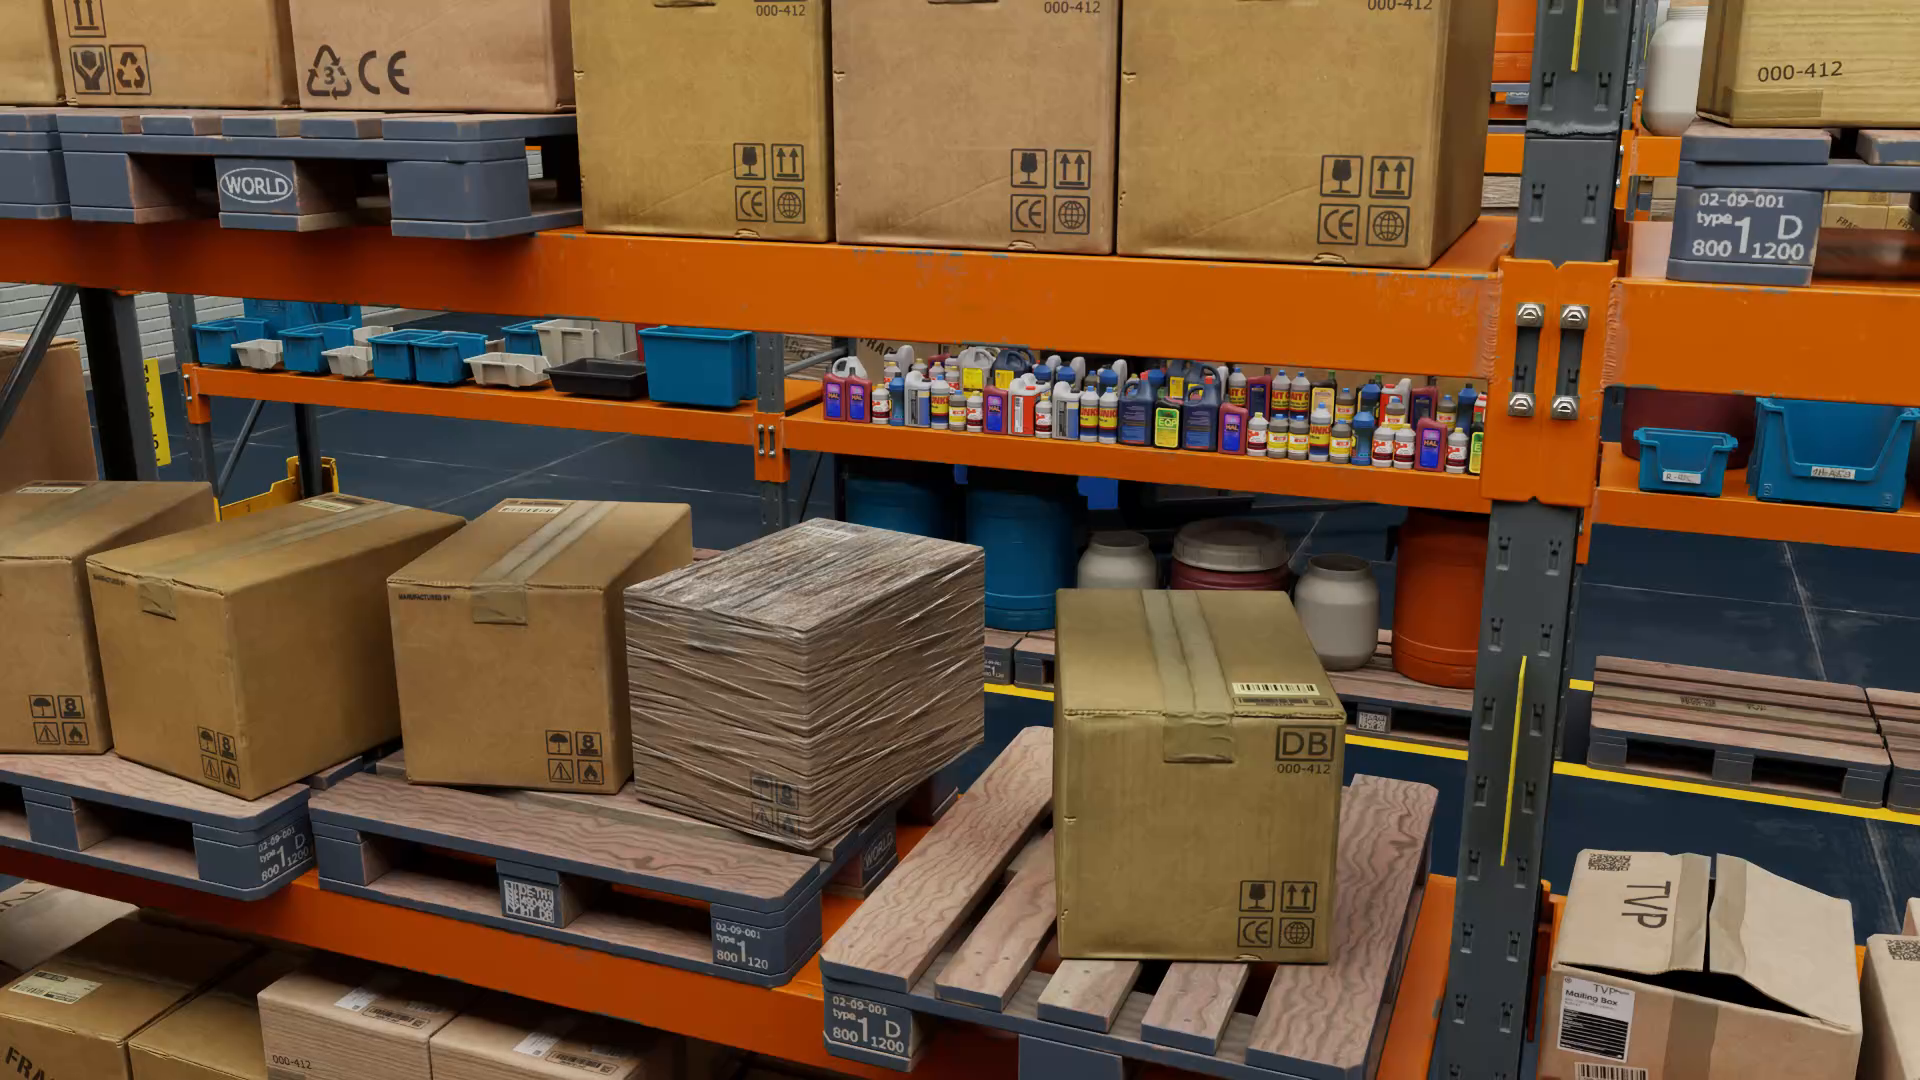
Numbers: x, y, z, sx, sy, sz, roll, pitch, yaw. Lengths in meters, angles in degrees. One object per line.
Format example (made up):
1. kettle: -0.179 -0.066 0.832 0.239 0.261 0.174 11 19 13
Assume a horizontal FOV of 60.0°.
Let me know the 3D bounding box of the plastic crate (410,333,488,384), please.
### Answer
1. plastic crate: -2.937 -1.047 9.593 0.300 0.233 0.416 6 17 21

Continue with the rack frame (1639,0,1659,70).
1. rack frame: 6.624 -5.998 15.693 0.127 3.000 1.000 6 17 21

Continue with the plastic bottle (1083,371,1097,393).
1. plastic bottle: 0.709 -0.806 8.926 0.097 0.201 0.097 0 16 0

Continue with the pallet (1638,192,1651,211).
1. pallet: 9.048 -4.274 20.858 1.003 0.211 1.213 6 17 21

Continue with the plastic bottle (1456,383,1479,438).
1. plastic bottle: 2.511 -0.642 8.234 0.097 0.271 0.097 0 16 0

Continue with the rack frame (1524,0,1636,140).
1. rack frame: 1.072 -2.153 2.449 0.127 3.000 1.000 6 17 21

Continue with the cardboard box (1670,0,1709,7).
1. cardboard box: 5.053 -3.455 11.237 0.500 0.500 0.500 6 17 21

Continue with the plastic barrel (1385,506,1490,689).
1. plastic barrel: 2.431 0.239 8.111 0.708 0.830 0.600 6 17 21

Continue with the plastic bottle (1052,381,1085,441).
1. plastic bottle: 0.539 -0.641 8.225 0.135 0.276 0.152 6 17 21

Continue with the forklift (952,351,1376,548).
1. forklift: 1.376 -1.475 10.999 3.031 2.935 1.130 -3 16 -10

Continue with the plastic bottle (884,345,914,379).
1. plastic bottle: -0.343 -0.949 9.286 0.135 0.276 0.152 6 17 21

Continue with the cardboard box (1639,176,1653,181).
1. cardboard box: 8.680 -4.698 20.508 0.500 0.500 0.500 6 17 19

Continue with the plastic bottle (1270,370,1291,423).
1. plastic bottle: 1.651 -0.736 8.560 0.097 0.271 0.097 0 16 0

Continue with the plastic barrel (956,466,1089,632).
1. plastic barrel: 0.330 -0.027 8.897 0.708 0.901 0.600 6 17 21

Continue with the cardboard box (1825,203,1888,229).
1. cardboard box: 8.348 -2.894 15.584 0.500 0.500 0.500 6 17 20

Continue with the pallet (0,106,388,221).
1. pallet: -2.069 -0.947 4.011 1.003 0.211 1.213 6 17 21

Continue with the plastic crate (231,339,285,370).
1. plastic crate: -4.173 -1.112 9.989 0.298 0.136 0.250 6 17 21

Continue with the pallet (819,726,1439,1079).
1. pallet: 0.415 0.769 3.489 1.003 0.211 1.213 6 17 21

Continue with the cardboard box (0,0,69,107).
1. cardboard box: -2.208 -1.349 3.947 0.600 0.600 0.600 5 17 15

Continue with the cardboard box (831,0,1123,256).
1. cardboard box: 0.179 -0.849 3.157 0.500 0.500 0.910 6 17 21

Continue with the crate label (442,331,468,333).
1. crate label: -3.192 -1.185 10.240 0.243 0.136 0.396 6 17 21

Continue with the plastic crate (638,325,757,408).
1. plastic crate: -1.388 -0.946 8.973 0.575 0.384 0.392 6 17 21

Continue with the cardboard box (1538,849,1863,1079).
1. cardboard box: 1.394 0.819 3.131 0.500 0.311 0.500 7 18 24

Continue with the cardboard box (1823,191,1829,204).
1. cardboard box: 7.987 -3.493 15.854 0.500 0.500 0.700 6 17 20

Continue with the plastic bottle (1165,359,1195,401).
1. plastic bottle: 1.171 -0.820 8.706 0.185 0.351 0.144 6 17 21

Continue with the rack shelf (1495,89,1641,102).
1. rack shelf: 4.763 -4.417 16.917 4.000 0.370 1.077 6 17 21

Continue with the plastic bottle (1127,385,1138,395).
1. plastic bottle: 0.871 -0.638 8.220 0.097 0.271 0.097 0 16 0

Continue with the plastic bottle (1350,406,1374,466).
1. plastic bottle: 1.863 -0.485 7.696 0.097 0.271 0.097 0 16 0

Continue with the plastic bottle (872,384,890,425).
1. plastic bottle: -0.406 -0.701 8.565 0.097 0.201 0.097 0 16 0

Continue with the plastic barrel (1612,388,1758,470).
1. plastic barrel: 3.435 -0.653 7.798 0.708 0.536 0.600 6 17 21

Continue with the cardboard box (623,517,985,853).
1. cardboard box: -0.336 0.300 3.827 0.500 0.500 0.700 10 19 31

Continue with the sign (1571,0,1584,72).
1. sign: 0.871 -0.820 2.311 0.005 0.325 0.100 6 17 21

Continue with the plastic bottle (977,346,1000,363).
1. plastic bottle: 0.147 -0.933 9.094 0.185 0.351 0.144 6 17 21

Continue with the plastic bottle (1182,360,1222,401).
1. plastic bottle: 1.241 -0.767 8.523 0.185 0.351 0.144 6 17 21

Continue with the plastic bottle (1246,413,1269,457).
1. plastic bottle: 1.410 -0.501 7.877 0.097 0.201 0.097 0 16 0

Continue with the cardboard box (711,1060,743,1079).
1. cardboard box: -0.856 1.577 4.055 0.500 0.500 0.500 6 17 19

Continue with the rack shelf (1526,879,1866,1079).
1. rack shelf: 2.932 1.278 2.681 4.000 0.370 1.077 6 17 21

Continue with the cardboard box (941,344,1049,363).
1. cardboard box: 0.404 -1.520 14.086 0.875 0.875 0.875 6 17 21

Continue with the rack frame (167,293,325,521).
1. rack frame: -4.550 -1.375 10.528 0.127 3.000 1.000 6 17 21

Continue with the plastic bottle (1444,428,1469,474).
1. plastic bottle: 2.259 -0.408 7.556 0.097 0.201 0.097 0 16 0

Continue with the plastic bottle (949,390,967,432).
1. plastic bottle: -0.009 -0.658 8.415 0.097 0.201 0.097 0 16 0

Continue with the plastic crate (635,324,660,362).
1. plastic crate: -1.567 -1.181 9.640 0.583 0.464 0.402 6 17 21

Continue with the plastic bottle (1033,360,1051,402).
1. plastic bottle: 0.437 -0.824 8.862 0.097 0.271 0.097 0 16 0

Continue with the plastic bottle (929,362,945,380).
1. plastic bottle: -0.124 -0.879 9.179 0.097 0.201 0.097 0 16 0

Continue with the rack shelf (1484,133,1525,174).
1. rack shelf: 1.032 -1.856 8.096 4.000 0.370 1.077 6 17 21

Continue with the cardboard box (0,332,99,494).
1. cardboard box: -2.985 -0.331 4.959 0.500 0.500 0.500 7 18 22

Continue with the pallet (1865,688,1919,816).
1. pallet: 4.730 0.997 7.359 1.213 0.211 1.003 6 17 21

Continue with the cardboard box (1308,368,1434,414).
1. cardboard box: 3.249 -1.191 12.955 0.875 0.875 1.225 6 17 21

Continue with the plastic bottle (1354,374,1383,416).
1. plastic bottle: 2.070 -0.701 8.418 0.133 0.283 0.061 6 17 21

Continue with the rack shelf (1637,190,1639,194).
1. rack shelf: 12.024 -5.149 24.819 4.000 0.370 1.077 6 17 21

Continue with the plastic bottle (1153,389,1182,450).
1. plastic bottle: 1.000 -0.580 8.002 0.133 0.283 0.061 6 17 21

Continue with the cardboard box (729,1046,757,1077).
1. cardboard box: -0.688 1.440 4.528 0.500 0.500 0.500 6 17 19
